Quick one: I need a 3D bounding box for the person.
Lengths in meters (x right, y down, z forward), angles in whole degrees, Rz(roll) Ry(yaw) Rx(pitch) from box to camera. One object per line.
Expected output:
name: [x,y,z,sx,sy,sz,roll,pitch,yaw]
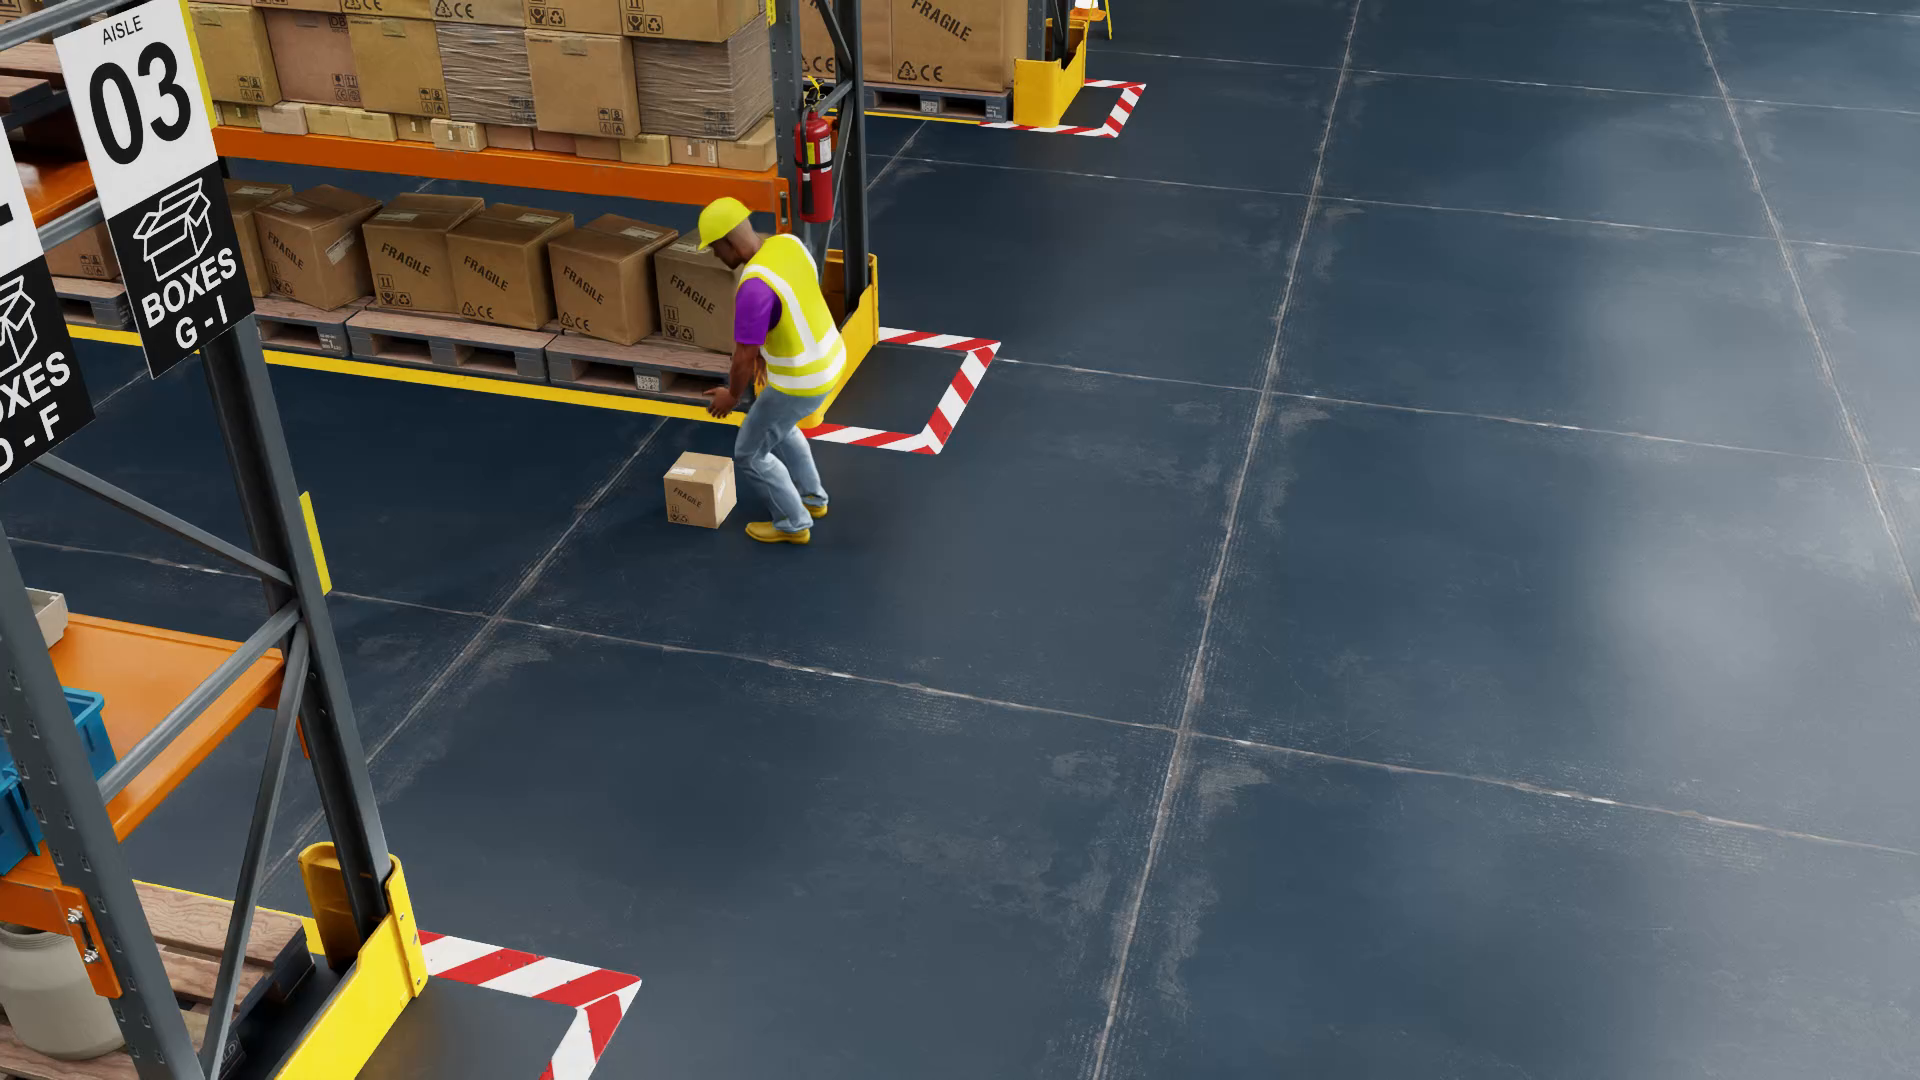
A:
person: [-0.830,-0.740,7.415,0.599,1.613,0.616,9,34,13]
